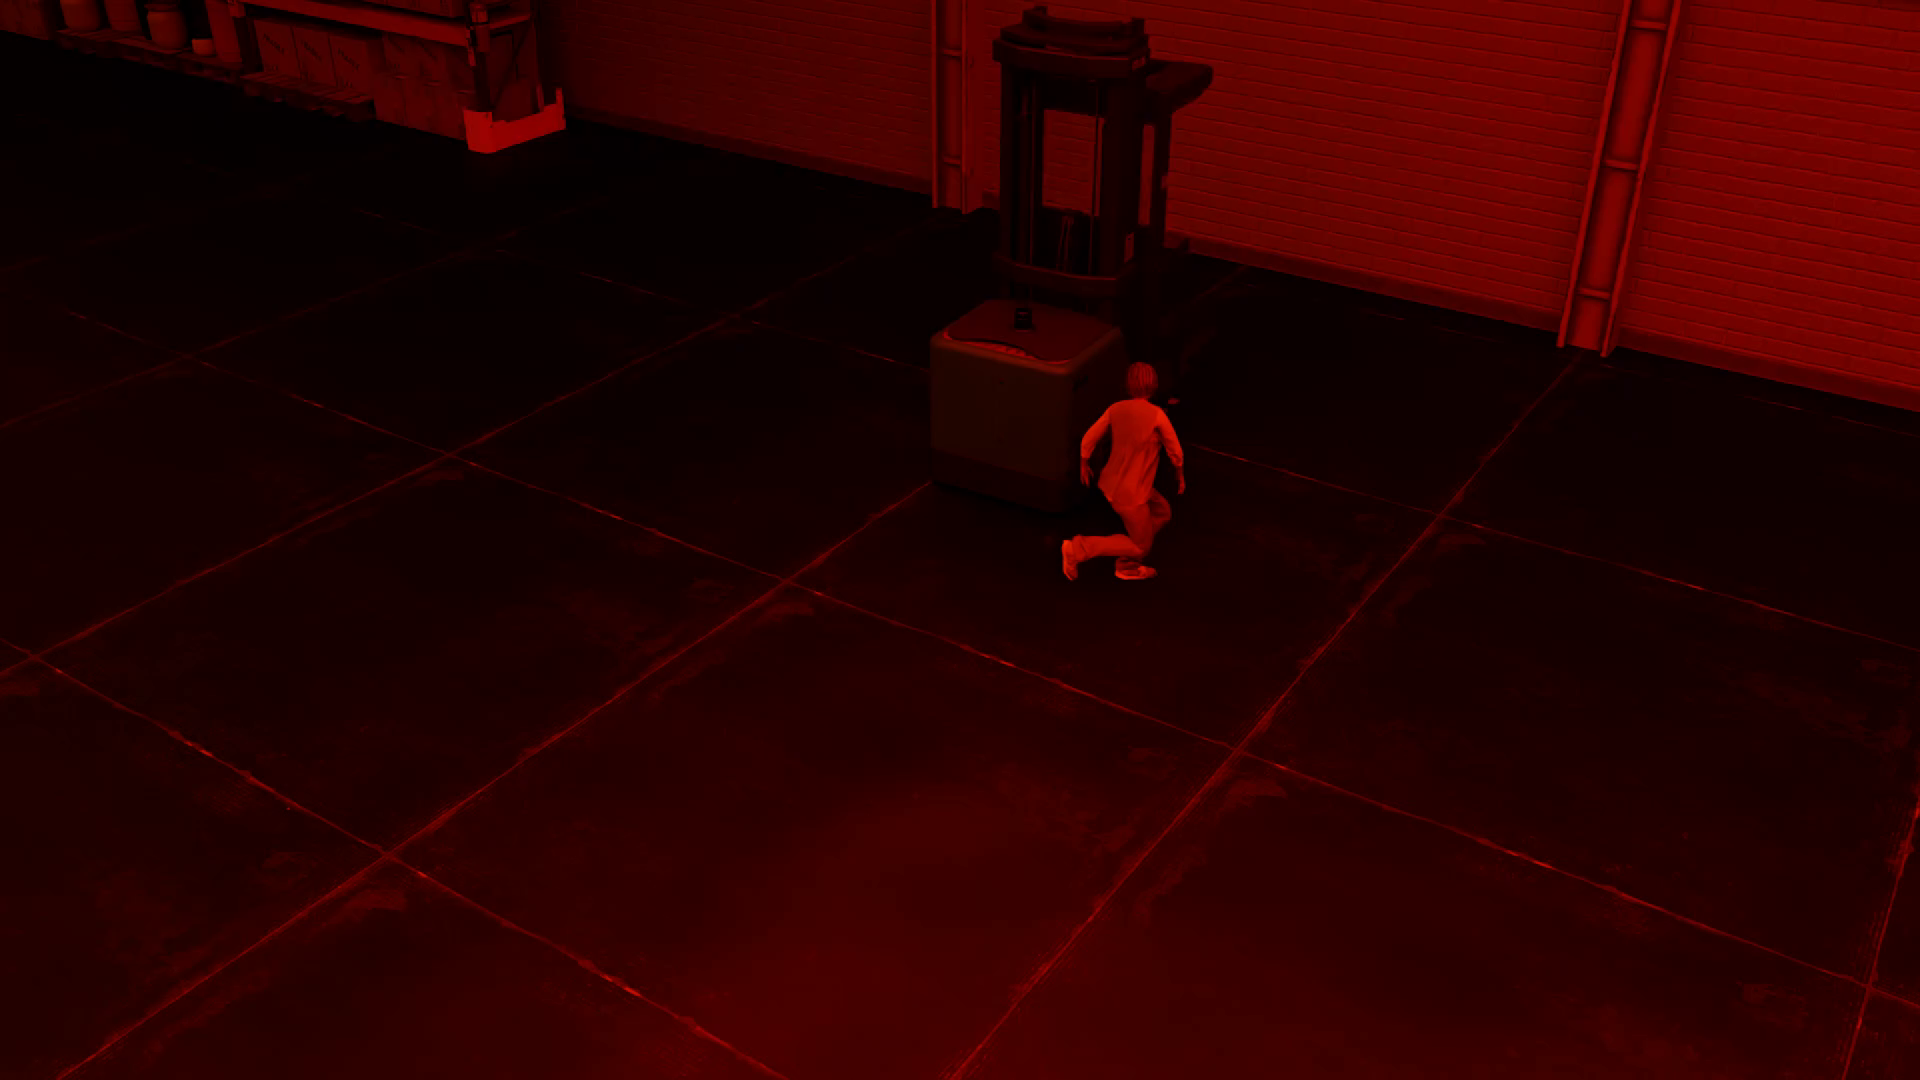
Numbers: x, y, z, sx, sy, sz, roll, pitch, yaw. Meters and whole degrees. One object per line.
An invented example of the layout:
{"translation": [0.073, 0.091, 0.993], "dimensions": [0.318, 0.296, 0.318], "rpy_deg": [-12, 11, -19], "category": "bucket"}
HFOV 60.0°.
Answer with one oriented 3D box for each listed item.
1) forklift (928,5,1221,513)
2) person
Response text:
{"translation": [0.968, -2.146, 11.277], "dimensions": [1.130, 2.935, 3.031], "rpy_deg": [16, 34, 26], "category": "forklift"}
{"translation": [0.946, -0.356, 9.804], "dimensions": [0.746, 1.358, 0.541], "rpy_deg": [-12, 32, -20], "category": "person"}
